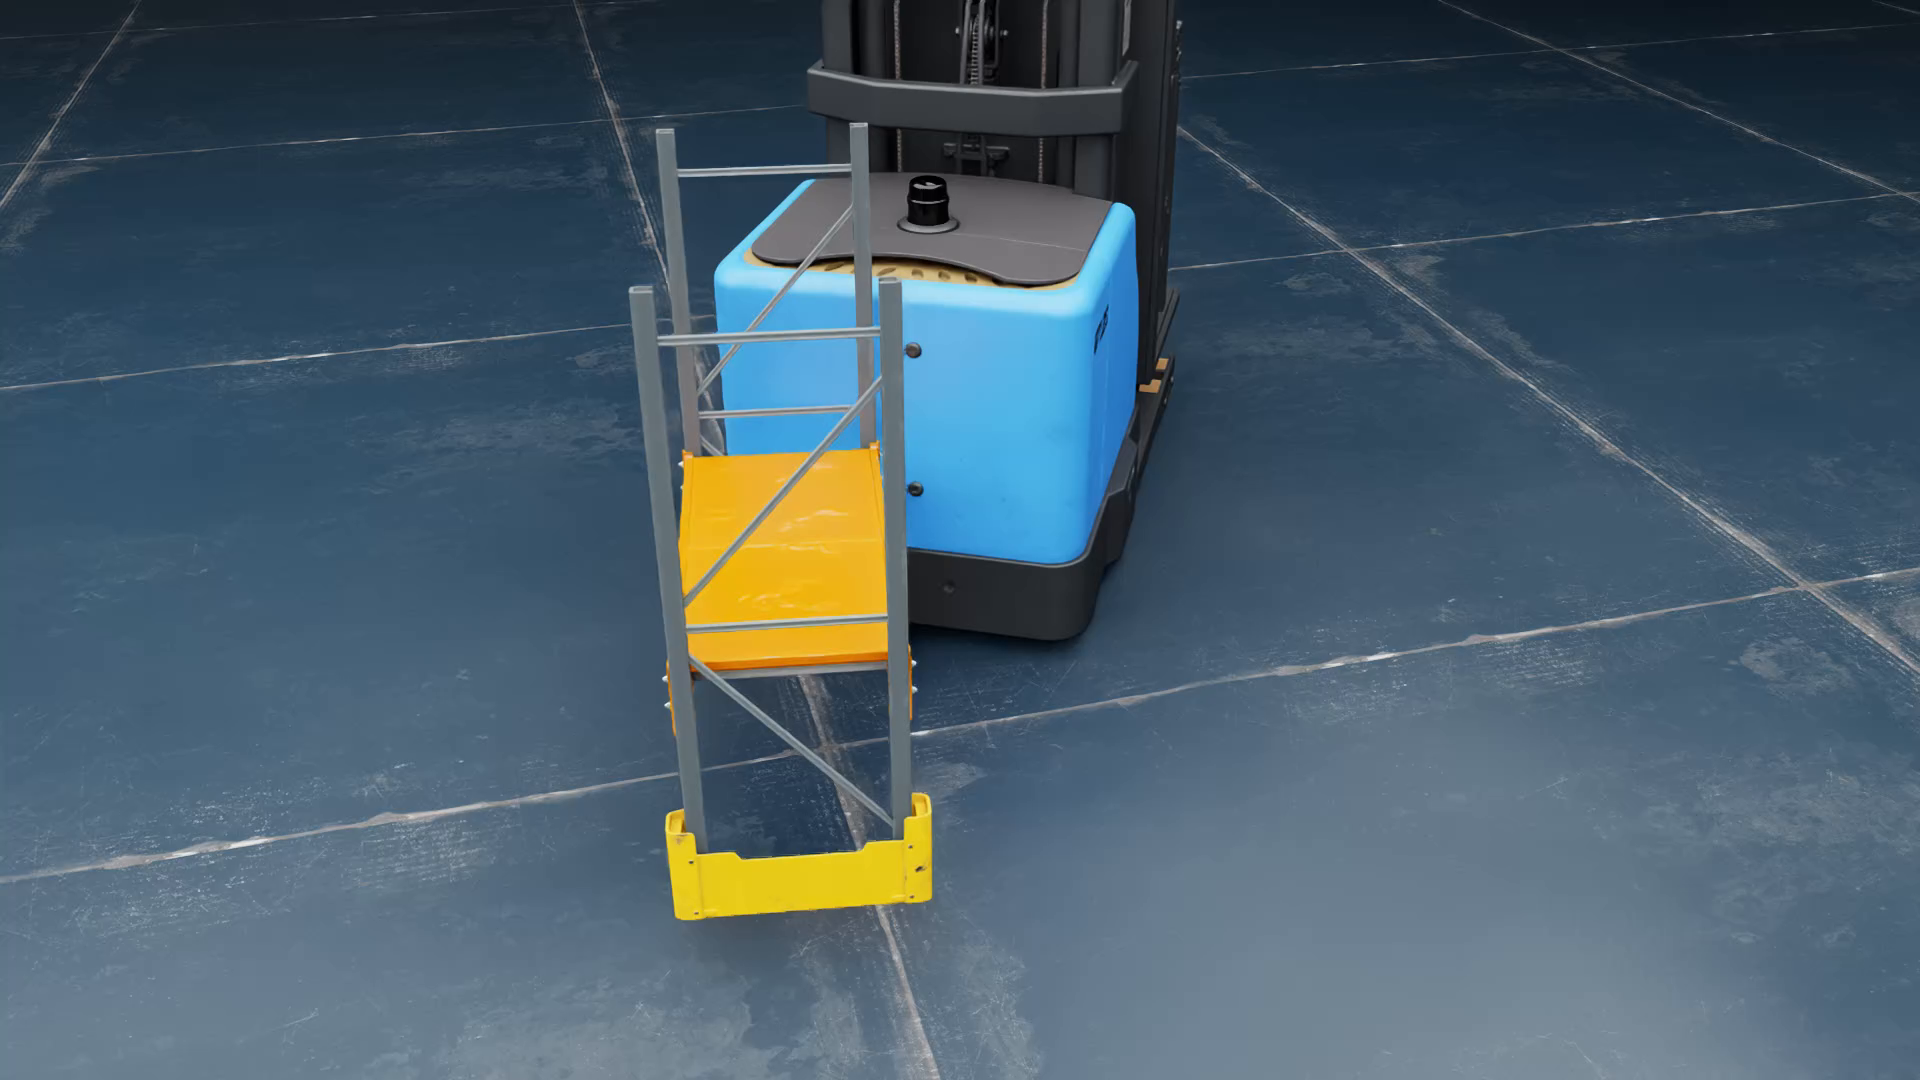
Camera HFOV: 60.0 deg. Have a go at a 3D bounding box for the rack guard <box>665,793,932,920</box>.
[{"bbox_3d":[-0.358,0.717,3.762,0.587,0.250,0.087,-3,30,-5],"label":"rack guard"}]

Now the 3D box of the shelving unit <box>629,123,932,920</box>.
[{"bbox_3d":[-0.412,-0.072,3.877,0.587,1.500,1.083,-3,30,-5],"label":"shelving unit"}]

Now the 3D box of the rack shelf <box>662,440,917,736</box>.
[{"bbox_3d":[-0.413,0.079,3.975,0.538,0.185,1.000,-3,30,-5],"label":"rack shelf"}]

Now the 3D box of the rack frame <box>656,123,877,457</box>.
[{"bbox_3d":[-0.469,-0.330,4.322,0.500,1.500,0.032,-3,30,-5],"label":"rack frame"}]

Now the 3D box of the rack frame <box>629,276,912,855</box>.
[{"bbox_3d":[-0.358,0.177,3.448,0.500,1.500,0.032,-3,30,-5],"label":"rack frame"}]

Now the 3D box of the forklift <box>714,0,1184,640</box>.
[{"bbox_3d":[0.173,-1.714,5.285,1.130,2.935,3.031,7,31,12],"label":"forklift"}]
